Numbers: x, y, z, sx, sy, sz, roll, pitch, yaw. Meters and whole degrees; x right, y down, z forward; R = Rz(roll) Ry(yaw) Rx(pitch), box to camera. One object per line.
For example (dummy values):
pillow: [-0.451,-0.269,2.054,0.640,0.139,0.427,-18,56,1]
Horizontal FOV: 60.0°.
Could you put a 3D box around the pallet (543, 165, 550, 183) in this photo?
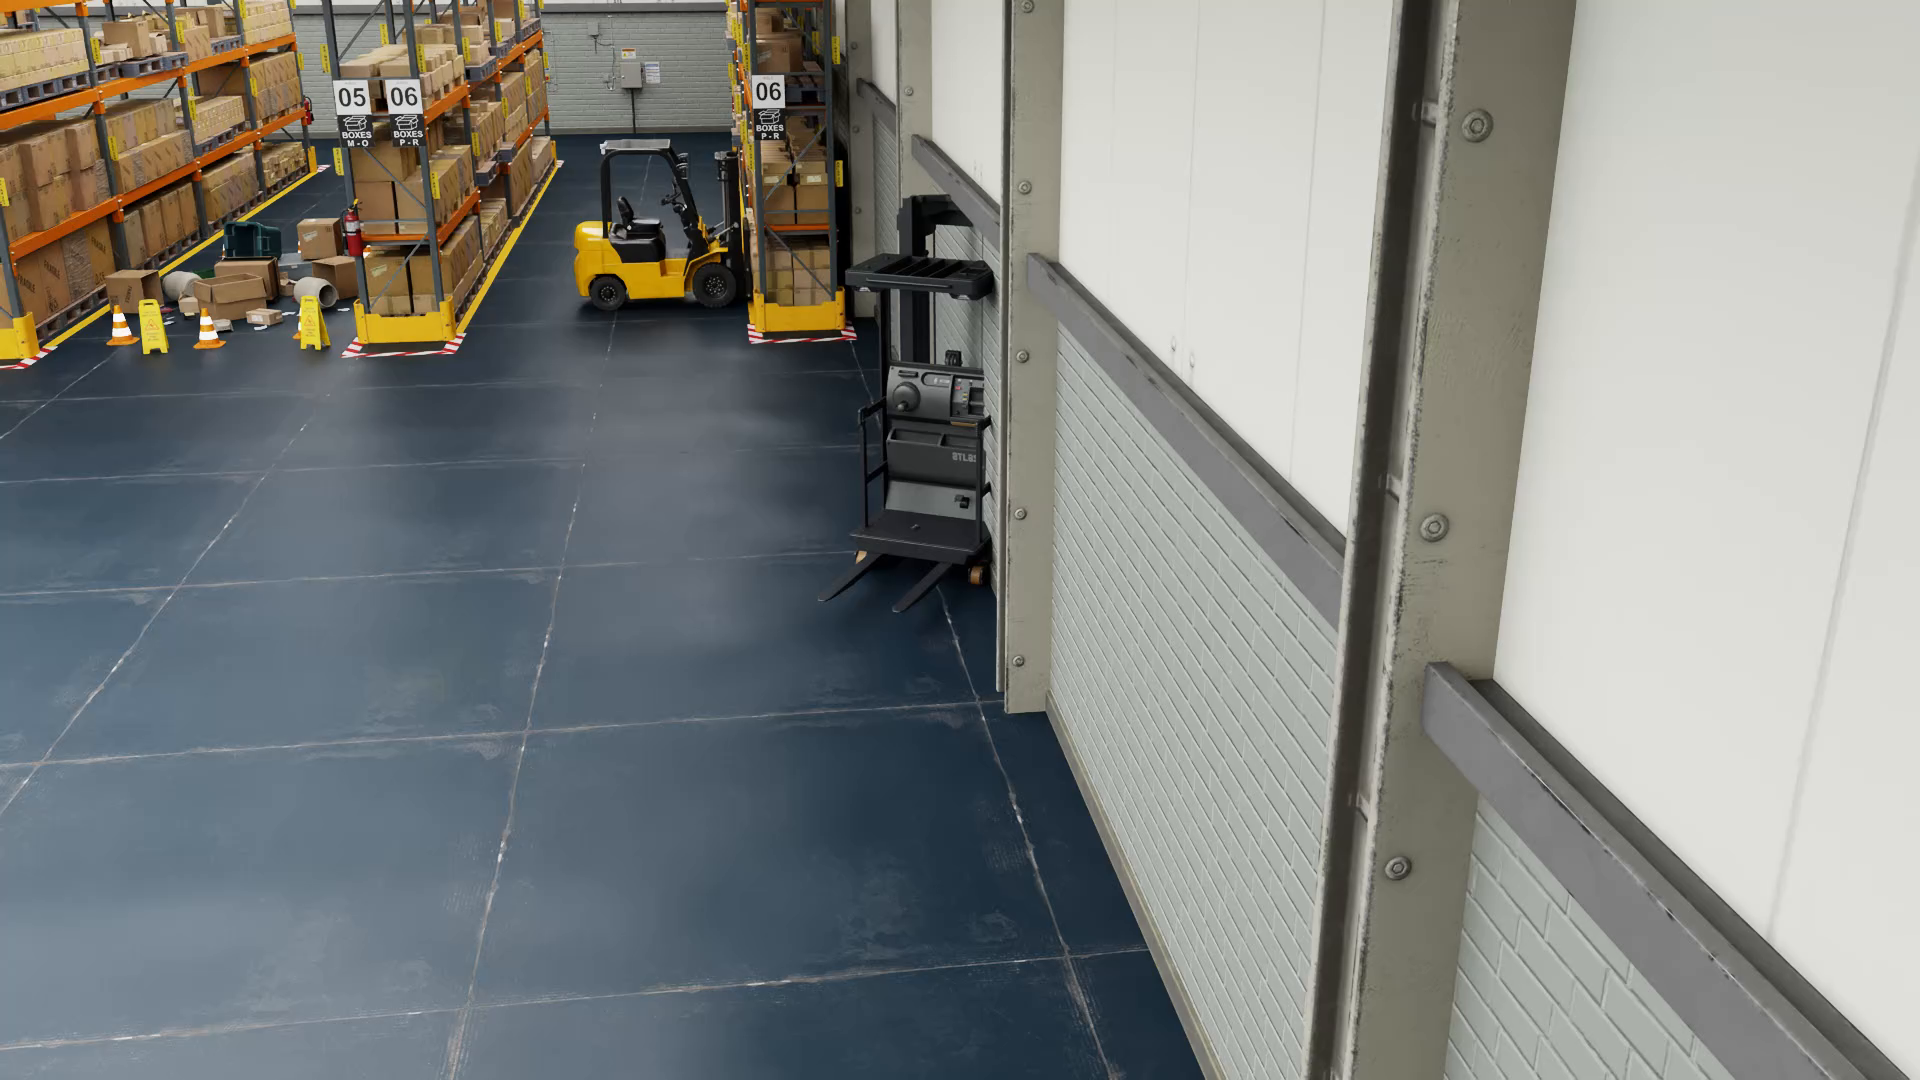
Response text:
pallet: [-8.942,-7.472,33.994,1.003,0.211,1.213,-3,21,-8]

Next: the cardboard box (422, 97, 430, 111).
cardboard box: [-6.727,-5.352,20.404,0.380,0.149,0.250,-3,21,-8]

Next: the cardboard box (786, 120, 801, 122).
cardboard box: [-2.755,-6.672,26.797,0.380,0.149,0.250,-2,21,-6]

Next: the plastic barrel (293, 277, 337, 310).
plastic barrel: [-8.796,-3.365,22.694,0.512,0.421,0.421,12,24,30]

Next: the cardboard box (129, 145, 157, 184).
cardboard box: [-12.413,-5.624,24.917,0.500,0.500,0.500,-3,21,-8]

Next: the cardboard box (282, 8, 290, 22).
cardboard box: [-13.872,-10.610,33.625,0.500,0.250,0.500,-4,21,-9]

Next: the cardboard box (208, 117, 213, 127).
cardboard box: [-13.063,-7.174,28.544,0.380,0.149,0.250,-3,21,-8]

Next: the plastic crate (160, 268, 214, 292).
plastic crate: [-11.139,-3.749,23.977,0.450,0.188,0.662,-2,18,24]

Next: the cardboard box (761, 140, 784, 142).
cardboard box: [-2.649,-5.492,23.213,0.380,0.149,0.250,-3,21,-8]

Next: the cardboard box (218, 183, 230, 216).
cardboard box: [-12.963,-5.876,28.707,0.500,0.500,0.500,-3,21,-7]

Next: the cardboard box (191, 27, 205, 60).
cardboard box: [-12.936,-8.254,27.673,0.500,0.500,0.500,-3,21,-8]

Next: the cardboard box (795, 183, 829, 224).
cardboard box: [-1.886,-4.417,21.686,0.500,0.500,0.500,-2,21,-6]

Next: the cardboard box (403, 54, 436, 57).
cardboard box: [-7.038,-6.256,21.685,0.380,0.149,0.250,-2,21,-7]

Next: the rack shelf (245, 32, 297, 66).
rack shelf: [-13.902,-9.564,32.350,1.077,0.370,4.000,-3,21,-8]

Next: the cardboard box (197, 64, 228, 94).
cardboard box: [-13.949,-8.607,31.050,0.500,0.500,0.500,-4,21,-10]

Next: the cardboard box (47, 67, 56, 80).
cardboard box: [-11.907,-6.013,21.432,0.380,0.149,0.250,-3,21,-8]

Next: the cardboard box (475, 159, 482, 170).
cardboard box: [-7.344,-5.604,24.767,0.380,0.149,0.250,-3,21,-7]

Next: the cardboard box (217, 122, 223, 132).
cardboard box: [-13.132,-7.211,29.070,0.380,0.149,0.250,-4,21,-10]

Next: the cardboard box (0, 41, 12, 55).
cardboard box: [-11.725,-5.947,20.116,0.380,0.149,0.250,-3,21,-7]

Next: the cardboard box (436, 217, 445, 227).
cardboard box: [-6.853,-4.126,21.409,0.380,0.149,0.250,-4,21,-9]

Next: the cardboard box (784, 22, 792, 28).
cardboard box: [-3.022,-8.757,28.382,0.380,0.149,0.250,-4,21,-10]

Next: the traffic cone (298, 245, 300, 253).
traffic cone: [-10.173,-4.538,25.779,0.336,0.463,0.334,-3,21,-8]

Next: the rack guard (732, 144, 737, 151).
rack guard: [-4.385,-8.527,36.406,1.175,0.500,0.348,-3,21,-8]

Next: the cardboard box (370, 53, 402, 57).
cardboard box: [-7.549,-6.319,21.855,0.380,0.149,0.250,-3,21,-7]

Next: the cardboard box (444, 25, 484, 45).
cardboard box: [-7.347,-7.478,24.638,0.500,0.250,0.500,-3,21,-9]

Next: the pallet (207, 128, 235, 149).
pallet: [-13.363,-7.012,29.050,1.003,0.211,1.213,-3,21,-8]

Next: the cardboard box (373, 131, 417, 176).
cardboard box: [-7.356,-4.929,21.203,0.700,0.500,0.500,-3,21,-7]

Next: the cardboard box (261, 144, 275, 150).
cardboard box: [-14.293,-8.040,34.154,0.380,0.149,0.250,-3,21,-7]

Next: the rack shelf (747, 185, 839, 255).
rack shelf: [-2.377,-4.540,23.187,1.077,0.370,4.000,-3,21,-8]

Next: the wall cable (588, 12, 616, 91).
wall cable: [-8.741,-11.975,40.614,0.588,1.984,0.122,-3,21,-8]

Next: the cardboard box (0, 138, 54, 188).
cardboard box: [-12.016,-4.741,20.940,0.875,0.550,0.550,-3,21,-8]

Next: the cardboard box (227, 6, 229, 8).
cardboard box: [-14.142,-10.100,31.688,0.380,0.149,0.250,-3,21,-8]

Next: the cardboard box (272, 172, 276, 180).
cardboard box: [-13.560,-7.067,32.400,0.380,0.149,0.250,-3,21,-9]

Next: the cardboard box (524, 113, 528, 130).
cardboard box: [-8.416,-7.875,31.302,0.500,0.250,0.500,-3,21,-9]

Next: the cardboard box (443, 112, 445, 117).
cardboard box: [-8.042,-6.485,25.270,0.380,0.149,0.250,-4,21,-10]

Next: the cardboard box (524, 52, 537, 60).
cardboard box: [-8.881,-9.916,34.055,0.380,0.149,0.250,-2,21,-7]

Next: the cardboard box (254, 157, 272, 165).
cardboard box: [-13.585,-7.345,32.294,0.380,0.149,0.250,-3,21,-9]

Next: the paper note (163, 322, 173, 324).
paper note: [-10.424,-2.871,21.935,0.144,0.017,0.142,4,21,11]

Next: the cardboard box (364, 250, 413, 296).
cardboard box: [-7.374,-3.457,21.517,0.500,0.500,0.500,-3,21,-7]

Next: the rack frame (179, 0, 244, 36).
rack frame: [-13.614,-10.613,29.846,1.000,3.000,0.127,-3,21,-8]

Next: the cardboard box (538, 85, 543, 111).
cardboard box: [-8.834,-9.014,33.994,0.500,0.500,0.500,-2,21,-6]

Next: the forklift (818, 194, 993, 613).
forklift: [-0.220,-1.169,13.232,1.130,2.935,3.031,8,22,19]

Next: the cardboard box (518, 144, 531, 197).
cardboard box: [-8.424,-6.766,30.555,0.875,0.875,0.875,-2,21,-6]

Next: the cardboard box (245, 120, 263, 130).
cardboard box: [-13.331,-7.800,31.246,0.380,0.149,0.250,-2,21,-6]

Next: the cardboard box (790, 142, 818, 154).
cardboard box: [-2.163,-5.430,23.046,0.380,0.149,0.250,-2,21,-6]

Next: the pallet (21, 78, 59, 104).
pallet: [-12.181,-5.692,21.082,1.003,0.211,1.213,-3,21,-8]

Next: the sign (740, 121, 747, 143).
sign: [-3.201,-6.044,24.644,0.100,0.325,0.005,-3,21,-8]

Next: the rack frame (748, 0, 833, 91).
rack frame: [-2.089,-6.995,20.157,1.000,3.000,0.127,-3,21,-8]

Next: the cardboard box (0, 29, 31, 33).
cardboard box: [-12.745,-6.795,22.385,0.380,0.149,0.250,-3,21,-7]

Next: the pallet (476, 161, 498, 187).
pallet: [-7.543,-5.500,25.003,1.003,0.211,1.213,-3,21,-8]

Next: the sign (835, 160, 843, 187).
sign: [-1.539,-4.653,21.111,0.100,0.325,0.005,-3,21,-8]

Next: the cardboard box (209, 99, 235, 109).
cardboard box: [-13.288,-7.849,29.927,0.380,0.149,0.250,-4,21,-9]

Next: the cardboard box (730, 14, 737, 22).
cardboard box: [-4.043,-9.618,30.658,0.380,0.149,0.250,-3,21,-9]
